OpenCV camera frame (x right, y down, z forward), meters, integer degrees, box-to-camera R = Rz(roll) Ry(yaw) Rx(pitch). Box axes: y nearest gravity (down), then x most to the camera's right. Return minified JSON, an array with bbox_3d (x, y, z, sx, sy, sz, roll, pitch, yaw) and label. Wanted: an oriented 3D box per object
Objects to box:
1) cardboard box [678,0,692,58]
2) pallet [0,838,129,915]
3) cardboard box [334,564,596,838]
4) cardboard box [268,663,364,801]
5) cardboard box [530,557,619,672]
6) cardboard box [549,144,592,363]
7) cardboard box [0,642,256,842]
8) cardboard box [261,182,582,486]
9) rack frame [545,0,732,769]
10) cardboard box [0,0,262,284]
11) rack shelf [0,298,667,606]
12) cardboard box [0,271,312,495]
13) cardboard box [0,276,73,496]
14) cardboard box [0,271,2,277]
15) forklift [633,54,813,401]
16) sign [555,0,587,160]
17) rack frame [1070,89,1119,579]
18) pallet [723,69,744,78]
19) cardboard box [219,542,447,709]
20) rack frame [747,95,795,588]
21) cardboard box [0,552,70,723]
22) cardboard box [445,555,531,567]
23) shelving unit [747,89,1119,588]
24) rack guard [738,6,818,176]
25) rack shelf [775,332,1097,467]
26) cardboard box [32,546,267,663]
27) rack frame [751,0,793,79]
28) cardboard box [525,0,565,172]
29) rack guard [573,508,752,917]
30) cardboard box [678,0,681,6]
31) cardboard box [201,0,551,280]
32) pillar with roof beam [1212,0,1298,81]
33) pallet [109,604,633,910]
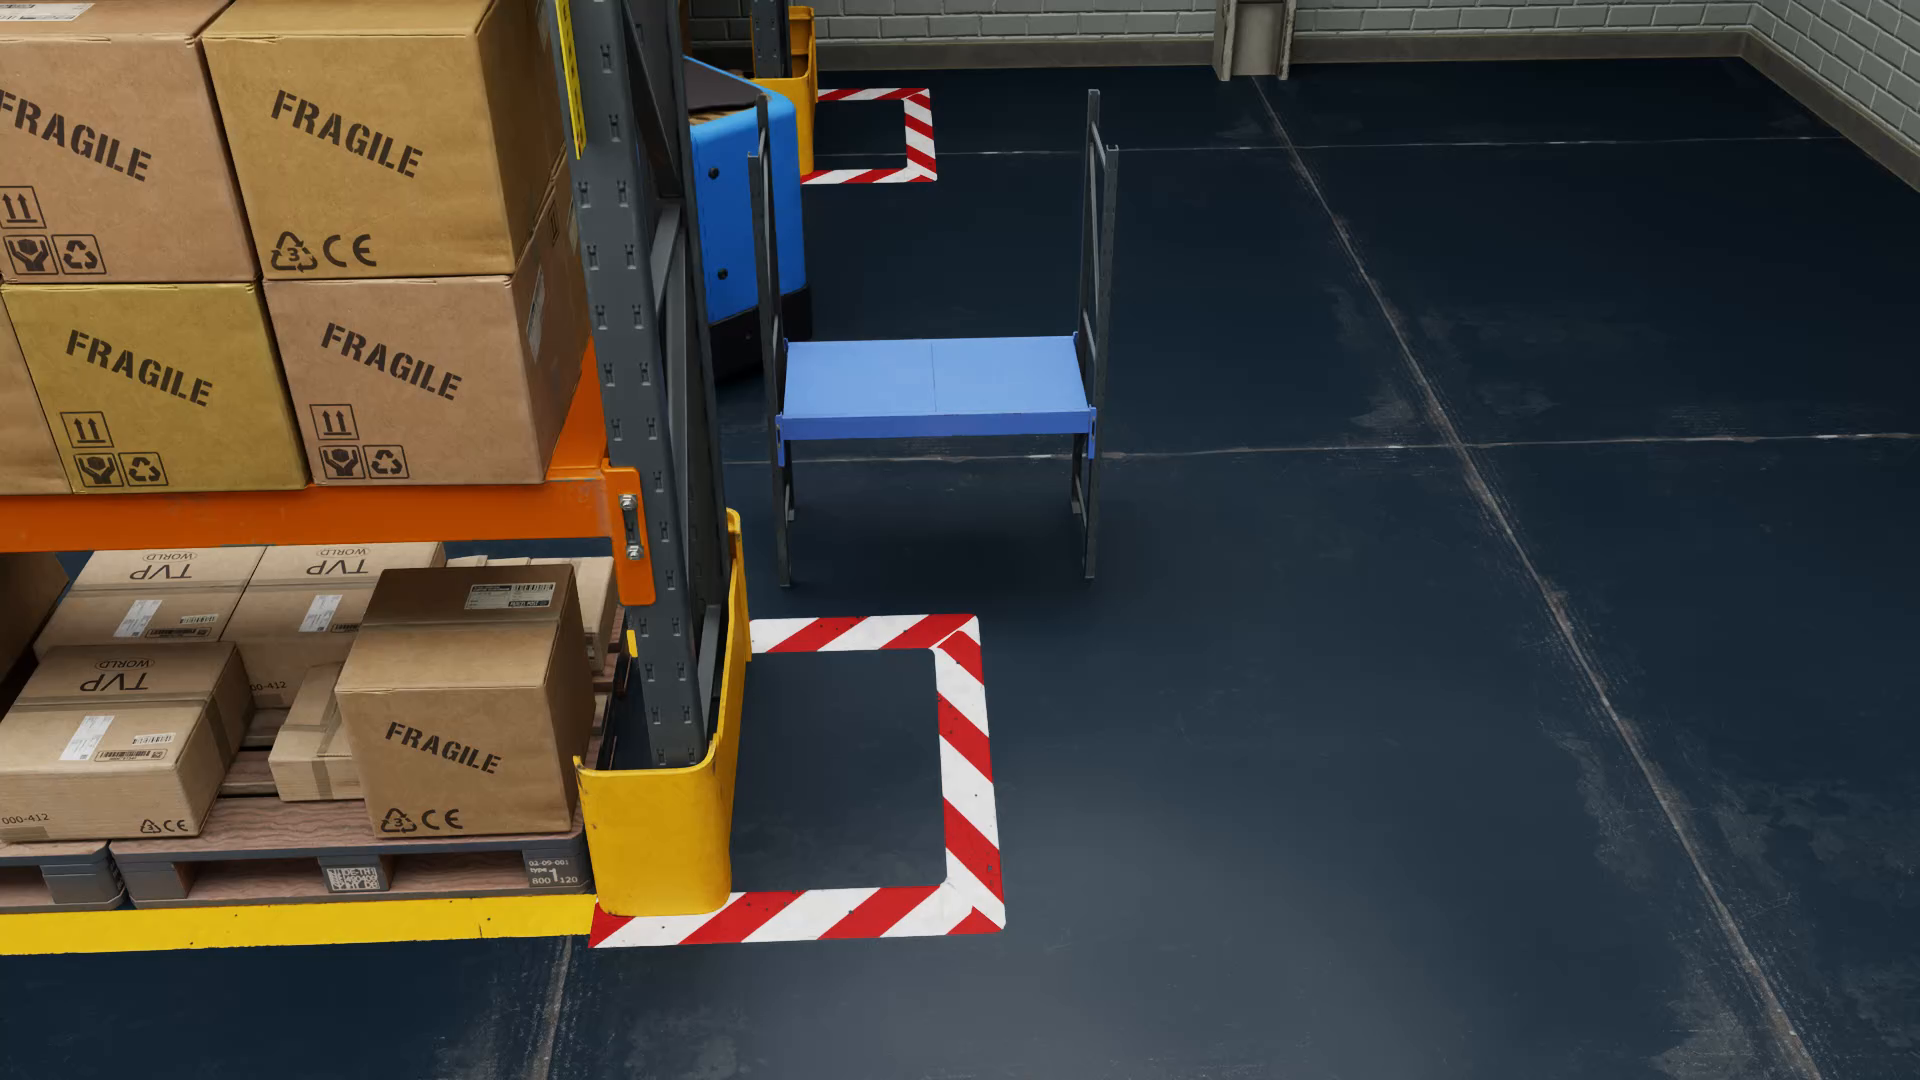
[{"bbox_3d":[-1.662,-2.474,8.516,0.500,0.500,0.700,-2,35,-2],"label":"cardboard box"},{"bbox_3d":[-2.817,0.613,4.679,1.213,0.211,1.003,-2,35,-2],"label":"pallet"},{"bbox_3d":[-1.260,0.413,4.328,0.500,0.500,0.500,-2,35,-2],"label":"cardboard box"},{"bbox_3d":[-1.669,0.510,4.481,0.250,0.166,0.380,-2,35,-2],"label":"cardboard box"},{"bbox_3d":[-1.163,0.219,4.917,0.250,0.149,0.380,-2,35,-2],"label":"cardboard box"},{"bbox_3d":[-1.185,-0.768,4.136,0.500,0.500,0.500,-1,35,-1],"label":"cardboard box"},{"bbox_3d":[-2.211,0.524,4.386,0.500,0.250,0.500,-2,35,-2],"label":"cardboard box"},{"bbox_3d":[-1.163,-0.463,3.695,0.500,0.500,0.500,-1,35,-1],"label":"cardboard box"},{"bbox_3d":[-0.729,-0.589,3.965,0.127,3.000,1.000,-2,35,-2],"label":"rack frame"},{"bbox_3d":[-1.665,-0.859,3.388,0.500,0.500,0.500,-1,35,-1],"label":"cardboard box"},{"bbox_3d":[-2.727,-0.239,4.092,4.000,0.370,1.077,-2,35,-2],"label":"rack shelf"},{"bbox_3d":[-1.681,-0.447,3.672,0.500,0.500,0.500,-1,35,-2],"label":"cardboard box"},{"bbox_3d":[-2.180,-0.437,3.657,0.500,0.500,0.500,-1,35,-2],"label":"cardboard box"},{"bbox_3d":[-2.183,-0.842,3.364,0.500,0.500,0.500,-1,35,-1],"label":"cardboard box"},{"bbox_3d":[-1.985,-2.406,6.651,1.130,2.935,3.031,-28,44,-35],"label":"forklift"},{"bbox_3d":[-0.723,-0.879,3.089,0.005,0.325,0.100,-2,35,-2],"label":"sign"},{"bbox_3d":[0.423,-0.628,5.340,0.032,1.500,0.500,-2,35,-2],"label":"rack frame"},{"bbox_3d":[-1.762,-2.192,8.732,1.213,0.211,1.003,-2,35,-2],"label":"pallet"},{"bbox_3d":[-1.785,0.228,4.815,0.500,0.250,0.500,-2,35,-2],"label":"cardboard box"},{"bbox_3d":[-0.593,-0.601,5.300,0.032,1.500,0.500,-2,35,-2],"label":"rack frame"},{"bbox_3d":[-2.848,0.311,4.472,0.637,0.503,0.797,-2,35,-2],"label":"cardboard box"},{"bbox_3d":[-1.413,0.218,4.902,0.250,0.166,0.380,-2,35,-2],"label":"cardboard box"},{"bbox_3d":[-0.085,-0.614,5.320,1.048,1.500,0.538,-2,35,-2],"label":"shelving unit"},{"bbox_3d":[-0.943,-2.377,8.746,0.348,0.500,1.175,-2,35,-2],"label":"rack guard"},{"bbox_3d":[-0.085,-0.467,5.422,1.000,0.185,0.538,-2,35,-2],"label":"rack shelf"},{"bbox_3d":[-2.284,0.241,4.795,0.500,0.250,0.500,-2,35,-2],"label":"cardboard box"},{"bbox_3d":[-0.967,-3.405,8.034,0.127,3.000,1.000,-2,35,-2],"label":"rack frame"},{"bbox_3d":[-1.185,-1.179,3.851,0.500,0.500,0.500,-1,35,-1],"label":"cardboard box"},{"bbox_3d":[-0.805,0.441,4.673,0.348,0.500,1.175,-2,35,-2],"label":"rack guard"},{"bbox_3d":[-1.546,-2.857,8.501,0.250,0.149,0.380,-1,35,-2],"label":"cardboard box"},{"bbox_3d":[-1.161,-0.873,3.409,0.500,0.500,0.500,-2,35,-3],"label":"cardboard box"},{"bbox_3d":[1.893,-3.989,3.606,0.400,9.000,9.100,-2,35,-2],"label":"pillar with roof beam"},{"bbox_3d":[-1.601,0.582,4.724,1.213,0.211,1.003,-2,35,-2],"label":"pallet"}]
